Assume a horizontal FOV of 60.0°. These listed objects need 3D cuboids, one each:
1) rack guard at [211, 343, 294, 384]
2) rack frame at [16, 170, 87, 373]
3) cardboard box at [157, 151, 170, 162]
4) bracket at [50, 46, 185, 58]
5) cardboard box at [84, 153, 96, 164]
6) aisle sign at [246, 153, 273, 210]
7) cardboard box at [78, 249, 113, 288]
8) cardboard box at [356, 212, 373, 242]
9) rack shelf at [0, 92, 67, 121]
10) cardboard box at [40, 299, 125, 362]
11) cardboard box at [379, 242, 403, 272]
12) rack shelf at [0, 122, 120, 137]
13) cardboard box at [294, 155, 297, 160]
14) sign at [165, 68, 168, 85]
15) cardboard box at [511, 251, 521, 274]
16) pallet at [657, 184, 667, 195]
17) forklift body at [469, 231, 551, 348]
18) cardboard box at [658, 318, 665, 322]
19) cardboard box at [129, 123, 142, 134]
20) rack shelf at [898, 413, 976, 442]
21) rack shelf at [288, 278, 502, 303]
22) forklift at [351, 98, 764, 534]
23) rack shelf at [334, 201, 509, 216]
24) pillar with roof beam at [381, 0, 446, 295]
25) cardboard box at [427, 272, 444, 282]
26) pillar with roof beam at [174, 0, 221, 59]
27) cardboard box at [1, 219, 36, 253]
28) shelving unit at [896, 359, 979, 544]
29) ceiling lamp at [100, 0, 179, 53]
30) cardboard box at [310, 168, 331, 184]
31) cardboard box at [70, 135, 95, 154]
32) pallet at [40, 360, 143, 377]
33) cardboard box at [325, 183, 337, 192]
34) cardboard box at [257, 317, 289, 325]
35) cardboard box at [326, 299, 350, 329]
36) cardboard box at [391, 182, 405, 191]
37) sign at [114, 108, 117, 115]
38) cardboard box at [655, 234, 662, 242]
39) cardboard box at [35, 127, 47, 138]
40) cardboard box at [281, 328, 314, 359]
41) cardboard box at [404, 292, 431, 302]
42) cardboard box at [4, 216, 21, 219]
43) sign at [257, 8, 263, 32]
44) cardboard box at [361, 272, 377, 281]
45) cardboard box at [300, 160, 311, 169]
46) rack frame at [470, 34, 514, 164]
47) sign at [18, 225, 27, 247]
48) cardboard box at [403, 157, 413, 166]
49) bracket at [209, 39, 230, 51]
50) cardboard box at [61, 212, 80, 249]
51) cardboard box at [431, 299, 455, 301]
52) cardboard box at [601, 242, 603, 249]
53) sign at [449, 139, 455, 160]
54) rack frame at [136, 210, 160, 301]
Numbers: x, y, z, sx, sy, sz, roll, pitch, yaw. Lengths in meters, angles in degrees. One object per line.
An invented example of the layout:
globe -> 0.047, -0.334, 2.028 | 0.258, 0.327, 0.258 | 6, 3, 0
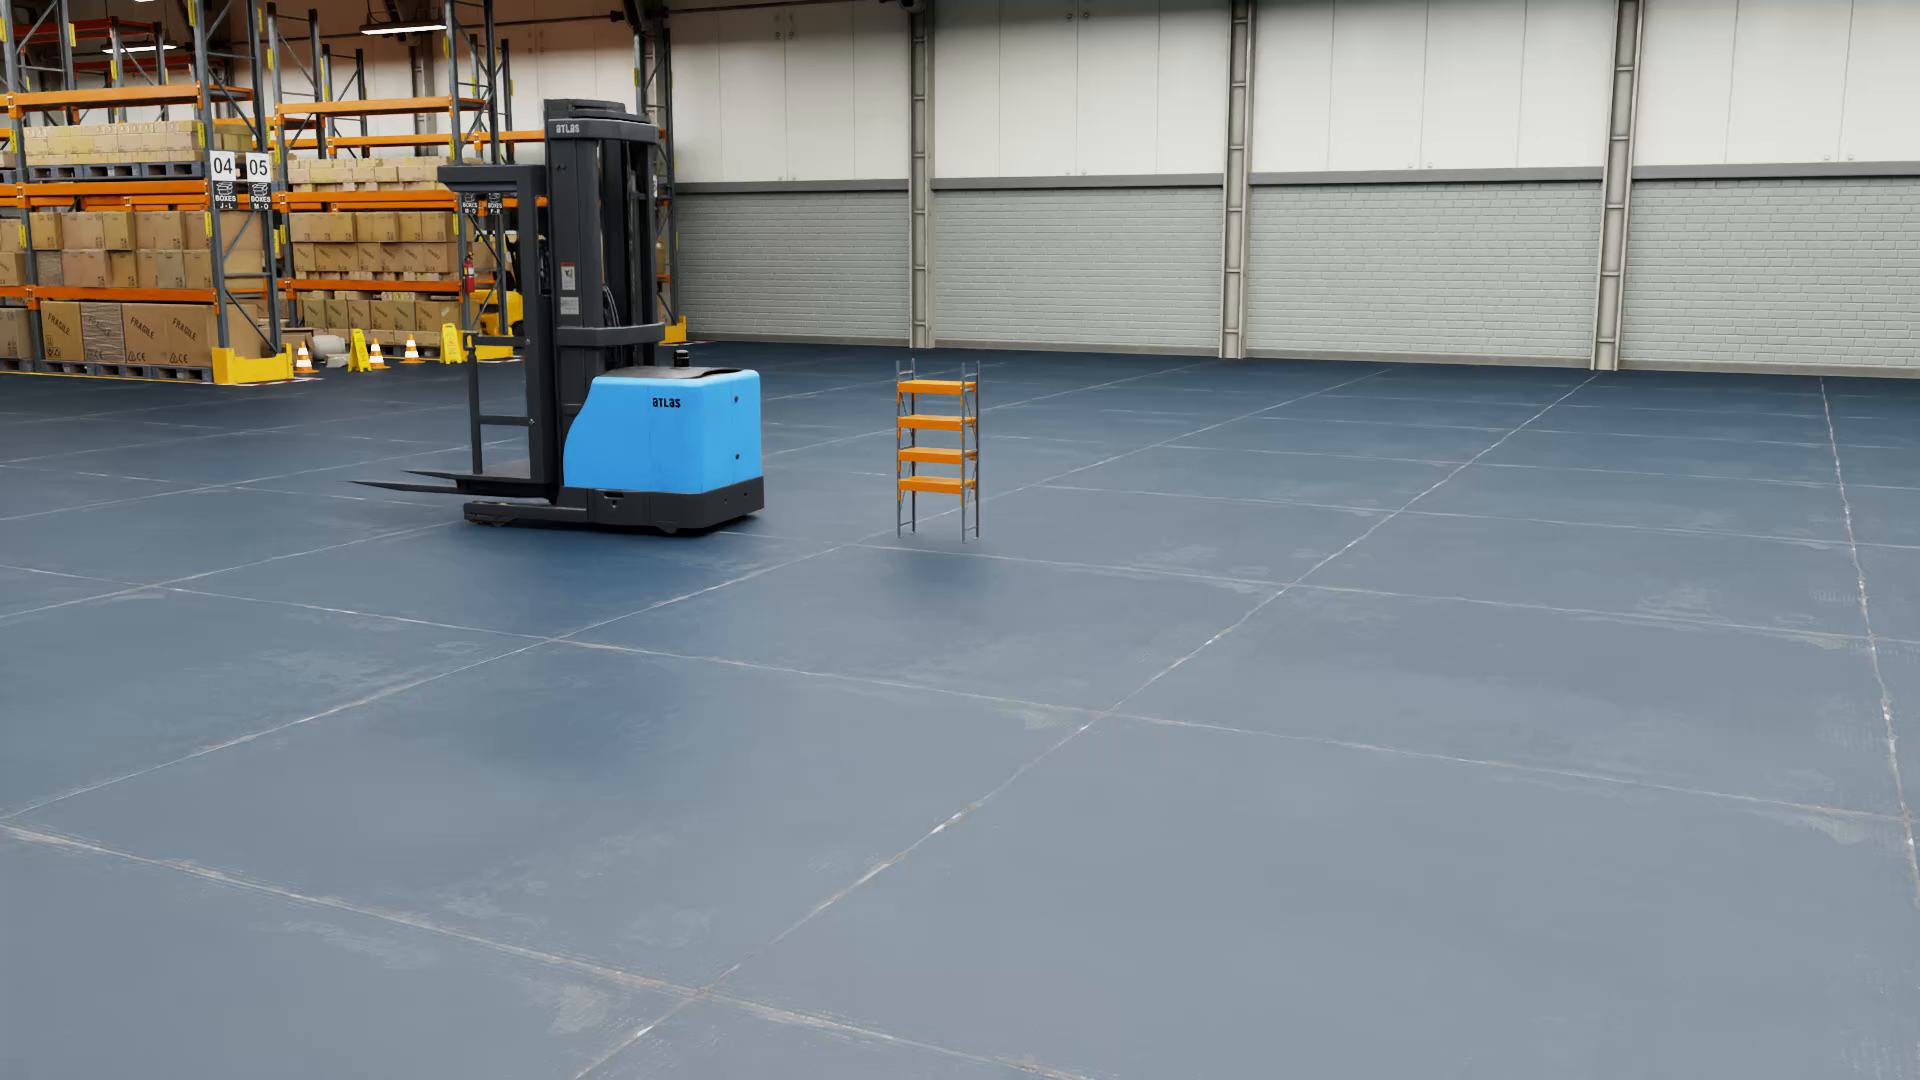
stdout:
rack guard -> -10.129, -2.535, 23.835 | 0.348, 0.500, 1.175 | 5, 11, 26
rack frame -> -13.738, -4.082, 25.364 | 0.127, 3.000, 1.000 | 5, 11, 26
cardboard box -> -11.055, -5.388, 23.399 | 0.250, 0.149, 0.380 | 5, 11, 27
bracket -> -19.685, -11.405, 38.874 | 4.783, 0.066, 0.076 | 5, 11, 26
cardboard box -> -12.419, -5.508, 24.062 | 0.250, 0.149, 0.380 | 5, 11, 26
aisle sign -> -9.954, -5.089, 23.625 | 0.004, 0.787, 0.394 | 5, 11, 26
cardboard box -> -12.466, -4.028, 24.642 | 0.550, 0.550, 0.875 | 5, 11, 26
cardboard box -> -9.945, -5.385, 28.638 | 0.500, 0.500, 0.700 | 5, 11, 25
rack shelf -> -15.531, -6.641, 25.800 | 4.000, 0.370, 1.077 | 5, 11, 26
cardboard box -> -13.205, -3.183, 25.180 | 0.875, 0.875, 0.875 | 5, 11, 27
cardboard box -> -9.554, -4.840, 28.435 | 0.500, 0.500, 0.500 | 5, 11, 26
rack shelf -> -17.019, -7.755, 31.954 | 4.000, 0.370, 1.077 | 5, 11, 26
cardboard box -> -12.436, -6.883, 30.257 | 0.500, 0.250, 0.500 | 5, 11, 25
sign -> -14.994, -8.734, 31.376 | 0.005, 0.325, 0.100 | 5, 11, 26
cardboard box -> -8.689, -5.608, 33.513 | 0.500, 0.500, 0.500 | 5, 12, 27
pallet -> -6.481, -6.851, 32.488 | 1.213, 0.211, 1.003 | 5, 11, 26
forklift body -> -8.366, -4.799, 31.708 | 1.214, 2.155, 2.313 | 5, 11, 26
cardboard box -> -6.212, -4.282, 33.010 | 0.500, 0.250, 0.500 | 5, 11, 26
cardboard box -> -11.512, -5.820, 23.550 | 0.250, 0.149, 0.380 | 5, 11, 26
rack shelf -> -0.148, -0.757, 11.168 | 0.480, 0.148, 0.258 | 5, 11, 26
rack shelf -> -9.845, -4.369, 28.969 | 4.000, 0.370, 1.077 | 5, 11, 26
forklift -> -2.999, -1.622, 11.961 | 3.031, 2.935, 1.130 | 4, 11, 20
rack shelf -> -11.239, -6.954, 34.826 | 4.000, 0.370, 1.077 | 5, 11, 26
pillar with roof beam -> -13.369, -8.295, 31.794 | 0.548, 9.000, 9.100 | 5, 11, 26
cardboard box -> -8.757, -4.440, 28.043 | 0.250, 0.149, 0.380 | 5, 11, 25
pillar with roof beam -> -18.835, -11.696, 33.702 | 0.548, 2.987, 8.718 | 5, 11, 26
cardboard box -> -14.186, -4.662, 25.477 | 0.500, 0.500, 0.700 | 5, 11, 25
shelving unit -> -0.148, -0.603, 11.195 | 0.503, 1.200, 0.258 | 5, 11, 26
ceiling lamp -> -16.840, -11.712, 34.283 | 2.000, 3.185, 0.800 | 5, 11, 26
cardboard box -> -10.898, -6.312, 28.846 | 0.500, 0.250, 0.500 | 5, 11, 25
cardboard box -> -12.517, -5.724, 24.140 | 0.500, 0.250, 0.500 | 5, 11, 25
pallet -> -13.091, -2.638, 25.212 | 1.213, 0.211, 1.003 | 5, 11, 26
cardboard box -> -10.779, -6.112, 28.861 | 0.250, 0.149, 0.380 | 5, 12, 28
cardboard box -> -12.756, -3.892, 30.509 | 0.625, 0.372, 0.950 | 6, 12, 29
cardboard box -> -10.743, -3.974, 29.199 | 0.500, 0.500, 0.500 | 6, 12, 28
cardboard box -> -9.398, -5.985, 28.159 | 0.250, 0.149, 0.380 | 5, 11, 25
sign -> -19.943, -10.196, 39.232 | 0.005, 0.325, 0.100 | 5, 11, 26
cardboard box -> -6.065, -5.934, 32.658 | 0.250, 0.149, 0.380 | 5, 11, 25
cardboard box -> -13.332, -5.980, 24.433 | 0.250, 0.149, 0.380 | 5, 11, 25
cardboard box -> -11.279, -3.350, 28.331 | 0.500, 0.500, 0.500 | -4, 11, -23
cardboard box -> -9.244, -4.147, 28.337 | 0.250, 0.149, 0.380 | 5, 12, 27
cardboard box -> -18.981, -6.438, 33.470 | 0.250, 0.149, 0.380 | 5, 11, 25
sign -> -9.900, -7.345, 23.478 | 0.005, 0.325, 0.100 | 5, 11, 26
cardboard box -> -10.116, -4.564, 28.728 | 0.250, 0.149, 0.380 | 5, 11, 26
cardboard box -> -11.254, -6.533, 28.948 | 0.250, 0.149, 0.380 | 5, 12, 28
rack frame -> -9.445, -8.626, 33.624 | 0.127, 3.000, 1.000 | 5, 11, 26
sign -> -13.969, -4.526, 24.785 | 0.005, 0.325, 0.100 | 5, 11, 26
cardboard box -> -9.141, -6.362, 28.002 | 0.250, 0.149, 0.380 | 5, 11, 26
bracket -> -16.630, -11.137, 37.391 | 0.430, 0.232, 0.235 | 5, 11, 26
cardboard box -> -12.878, -4.628, 24.927 | 0.550, 0.550, 0.875 | 5, 11, 26
cardboard box -> -9.145, -3.938, 29.004 | 0.500, 0.500, 0.500 | 5, 11, 24
cardboard box -> -6.958, -5.777, 32.623 | 0.250, 0.149, 0.380 | 5, 11, 25
sign -> -8.315, -6.390, 27.207 | 0.005, 0.325, 0.100 | 5, 11, 26
rack frame -> -15.224, -5.197, 31.521 | 0.053, 2.616, 0.949 | 5, 11, 26
